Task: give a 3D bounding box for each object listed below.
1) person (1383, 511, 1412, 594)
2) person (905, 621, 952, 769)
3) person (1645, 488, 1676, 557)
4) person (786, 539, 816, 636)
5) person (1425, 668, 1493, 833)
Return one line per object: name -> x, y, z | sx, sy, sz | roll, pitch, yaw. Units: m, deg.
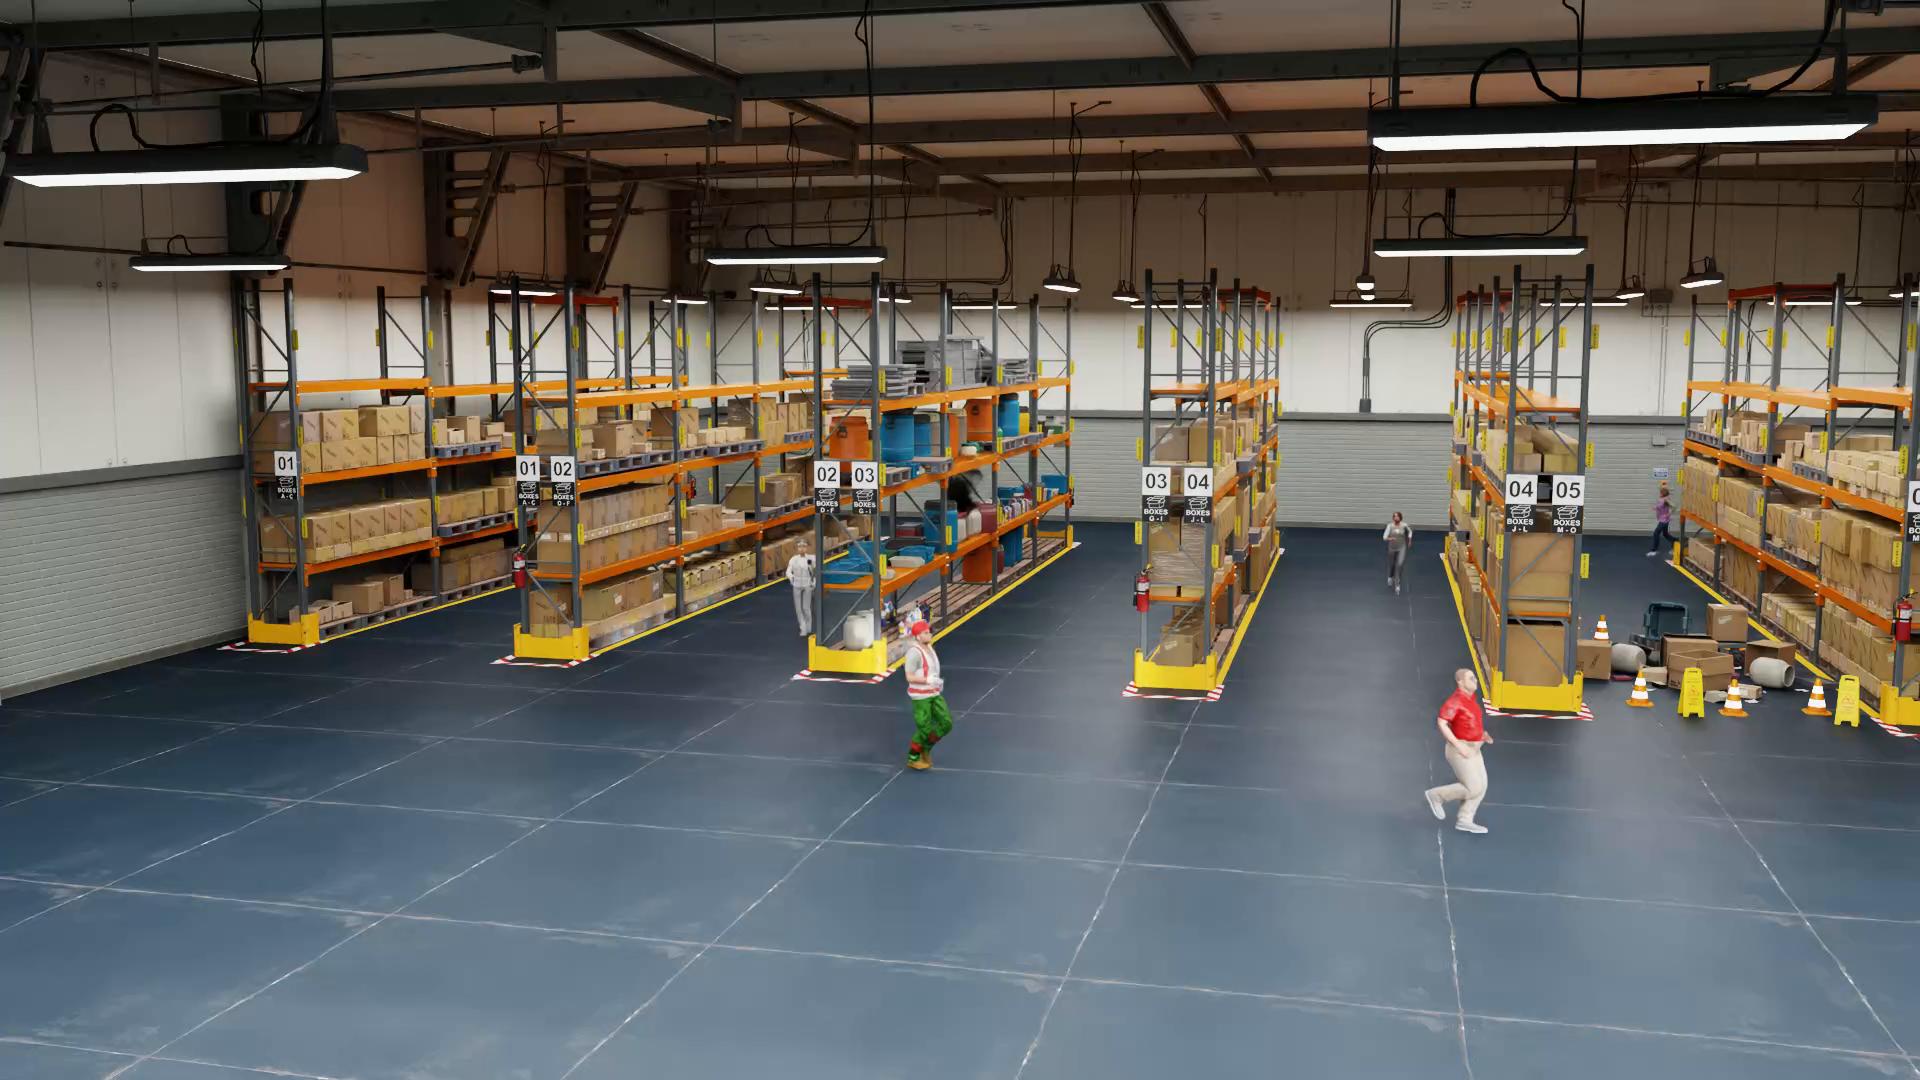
person -> 8.746, 0.225, 33.264 | 0.550, 1.619, 0.874 | 2, 7, 16
person -> -0.343, 1.814, 19.289 | 0.600, 1.756, 0.639 | 5, 8, 33
person -> 16.287, -0.400, 38.433 | 0.771, 1.628, 0.539 | 1, 7, 12
person -> -2.641, 0.802, 28.010 | 0.624, 1.656, 0.537 | 1, 7, 5
person -> 5.110, 2.140, 16.986 | 0.619, 1.678, 0.679 | 5, 8, 34
